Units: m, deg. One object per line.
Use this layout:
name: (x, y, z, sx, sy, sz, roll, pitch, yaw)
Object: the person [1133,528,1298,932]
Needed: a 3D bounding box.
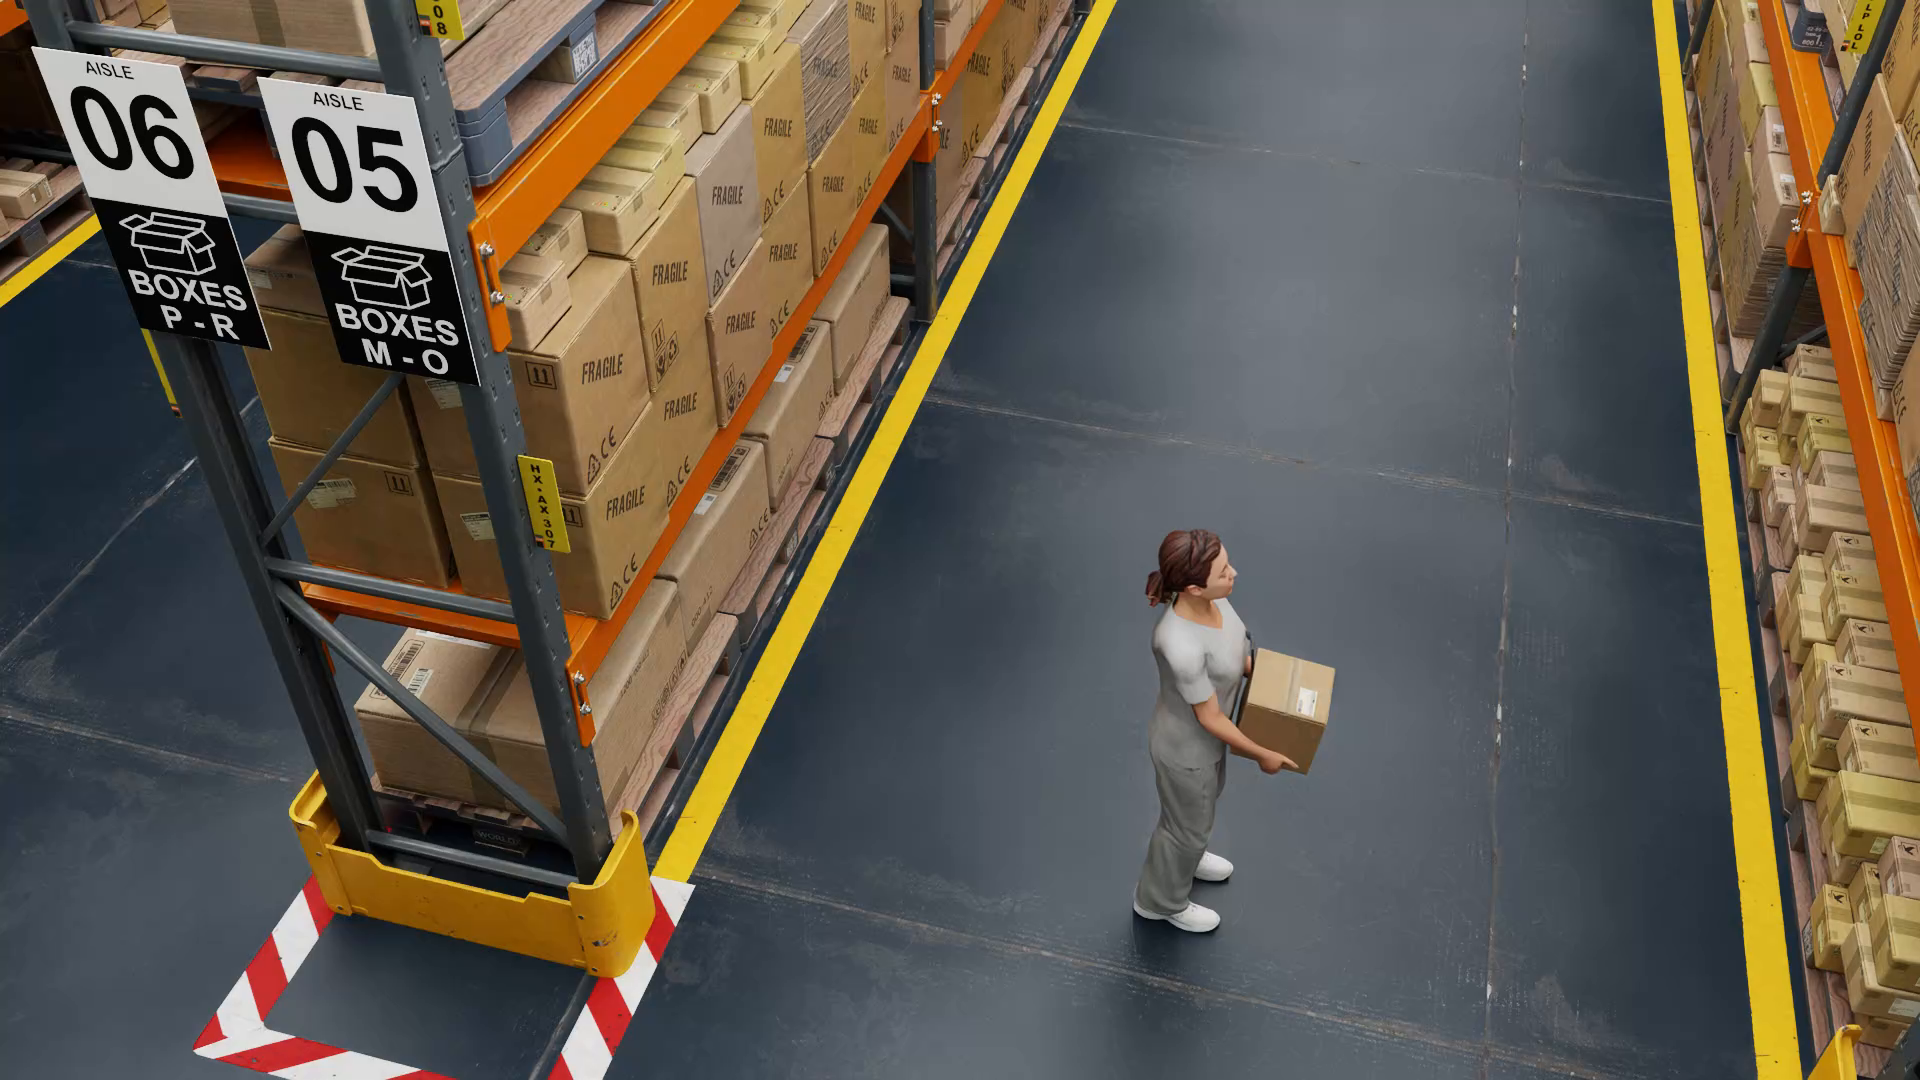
person: (0.835, 0.643, 5.433, 0.550, 1.662, 0.437, 11, 42, 12)
